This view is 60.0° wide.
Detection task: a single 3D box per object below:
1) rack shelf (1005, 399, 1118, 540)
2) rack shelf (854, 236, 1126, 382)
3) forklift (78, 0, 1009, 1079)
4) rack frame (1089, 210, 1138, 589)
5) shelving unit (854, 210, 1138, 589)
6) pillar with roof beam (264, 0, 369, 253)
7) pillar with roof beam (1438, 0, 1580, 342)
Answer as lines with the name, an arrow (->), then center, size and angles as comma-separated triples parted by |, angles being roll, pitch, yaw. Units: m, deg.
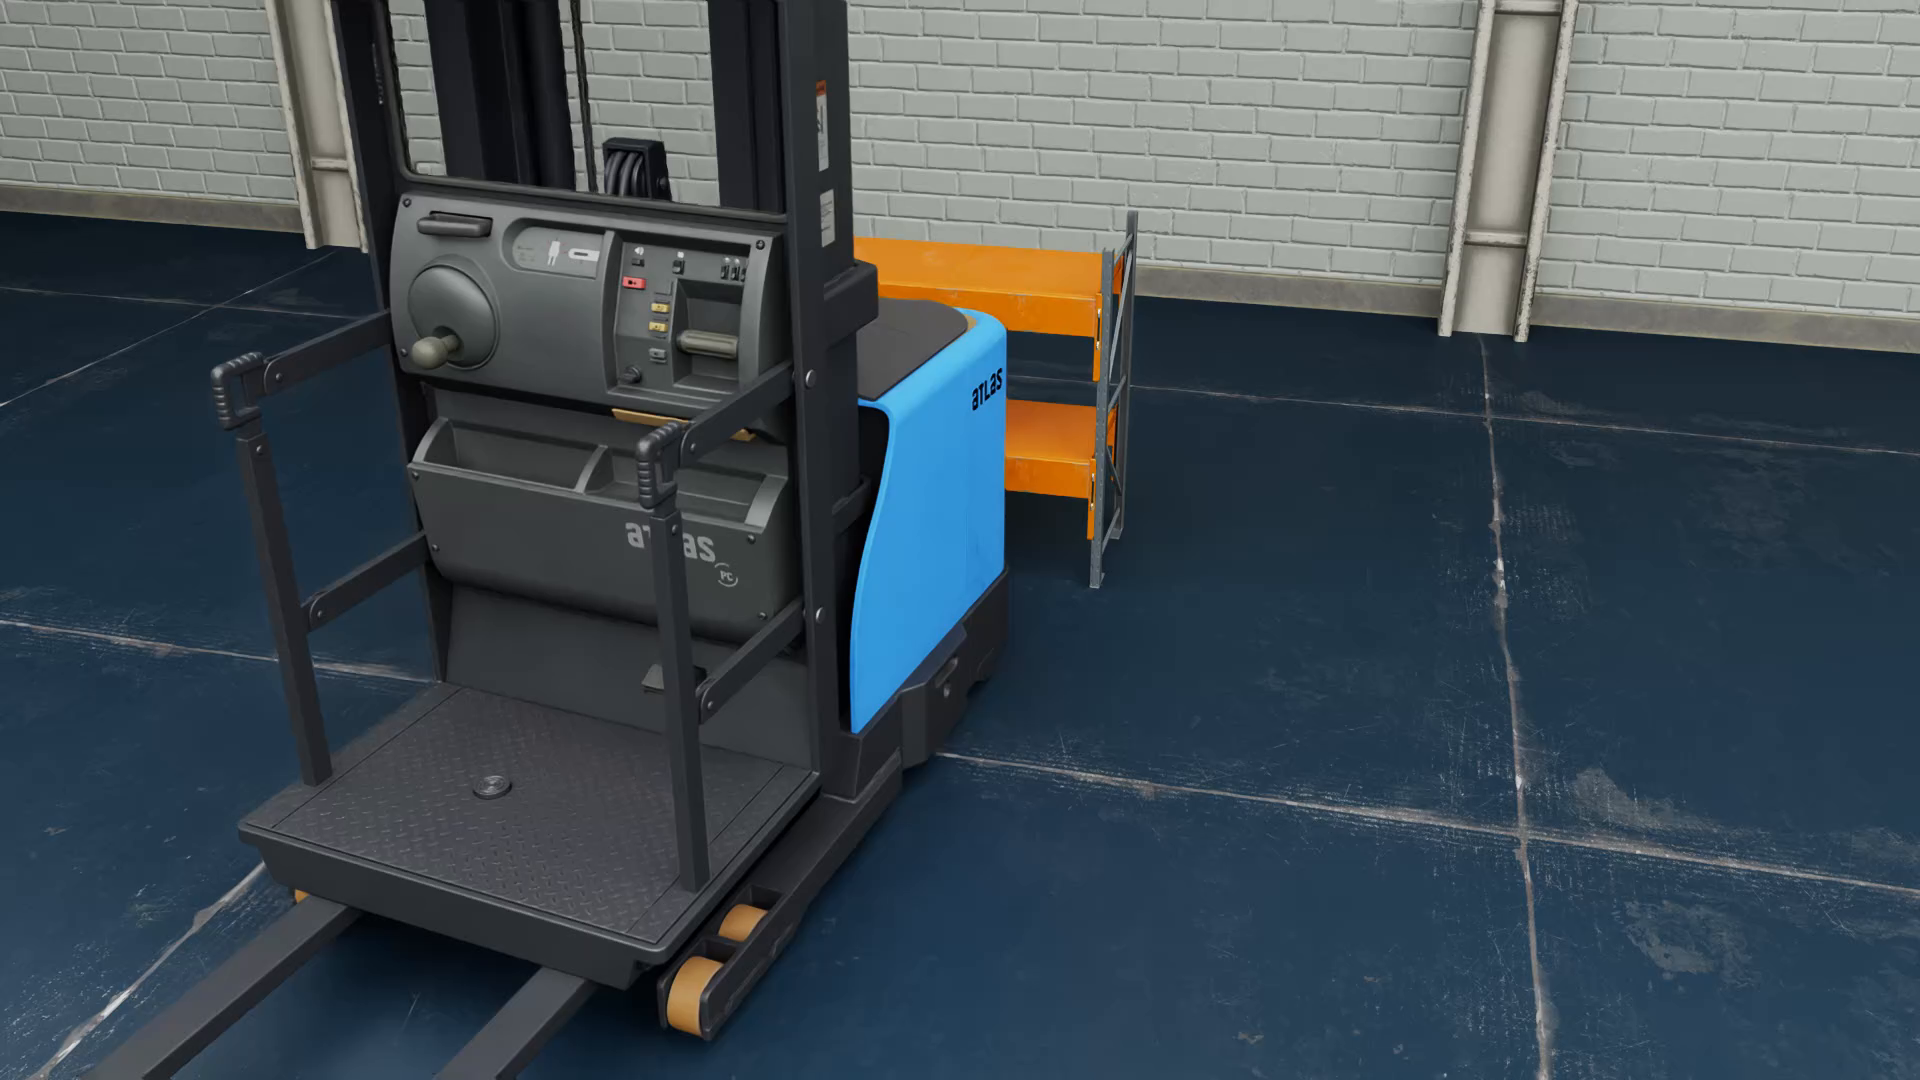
rack shelf -> 0.007, -0.286, 5.612 | 1.000, 0.278, 0.538 | 6, 26, 13
rack shelf -> 0.007, -0.771, 5.381 | 1.000, 0.278, 0.538 | 6, 26, 13
forklift -> -0.897, -0.477, 3.342 | 1.130, 2.935, 3.031 | 10, 27, 21
rack frame -> 0.499, -0.453, 5.392 | 0.032, 1.125, 0.500 | 6, 26, 13
shelving unit -> 0.007, -0.507, 5.507 | 1.048, 1.125, 0.538 | 6, 26, 13
pillar with roof beam -> -4.423, -3.910, 3.495 | 0.400, 9.000, 9.100 | 6, 26, 13
pillar with roof beam -> 1.388, -3.268, 2.145 | 0.400, 9.000, 9.100 | 6, 26, 13
